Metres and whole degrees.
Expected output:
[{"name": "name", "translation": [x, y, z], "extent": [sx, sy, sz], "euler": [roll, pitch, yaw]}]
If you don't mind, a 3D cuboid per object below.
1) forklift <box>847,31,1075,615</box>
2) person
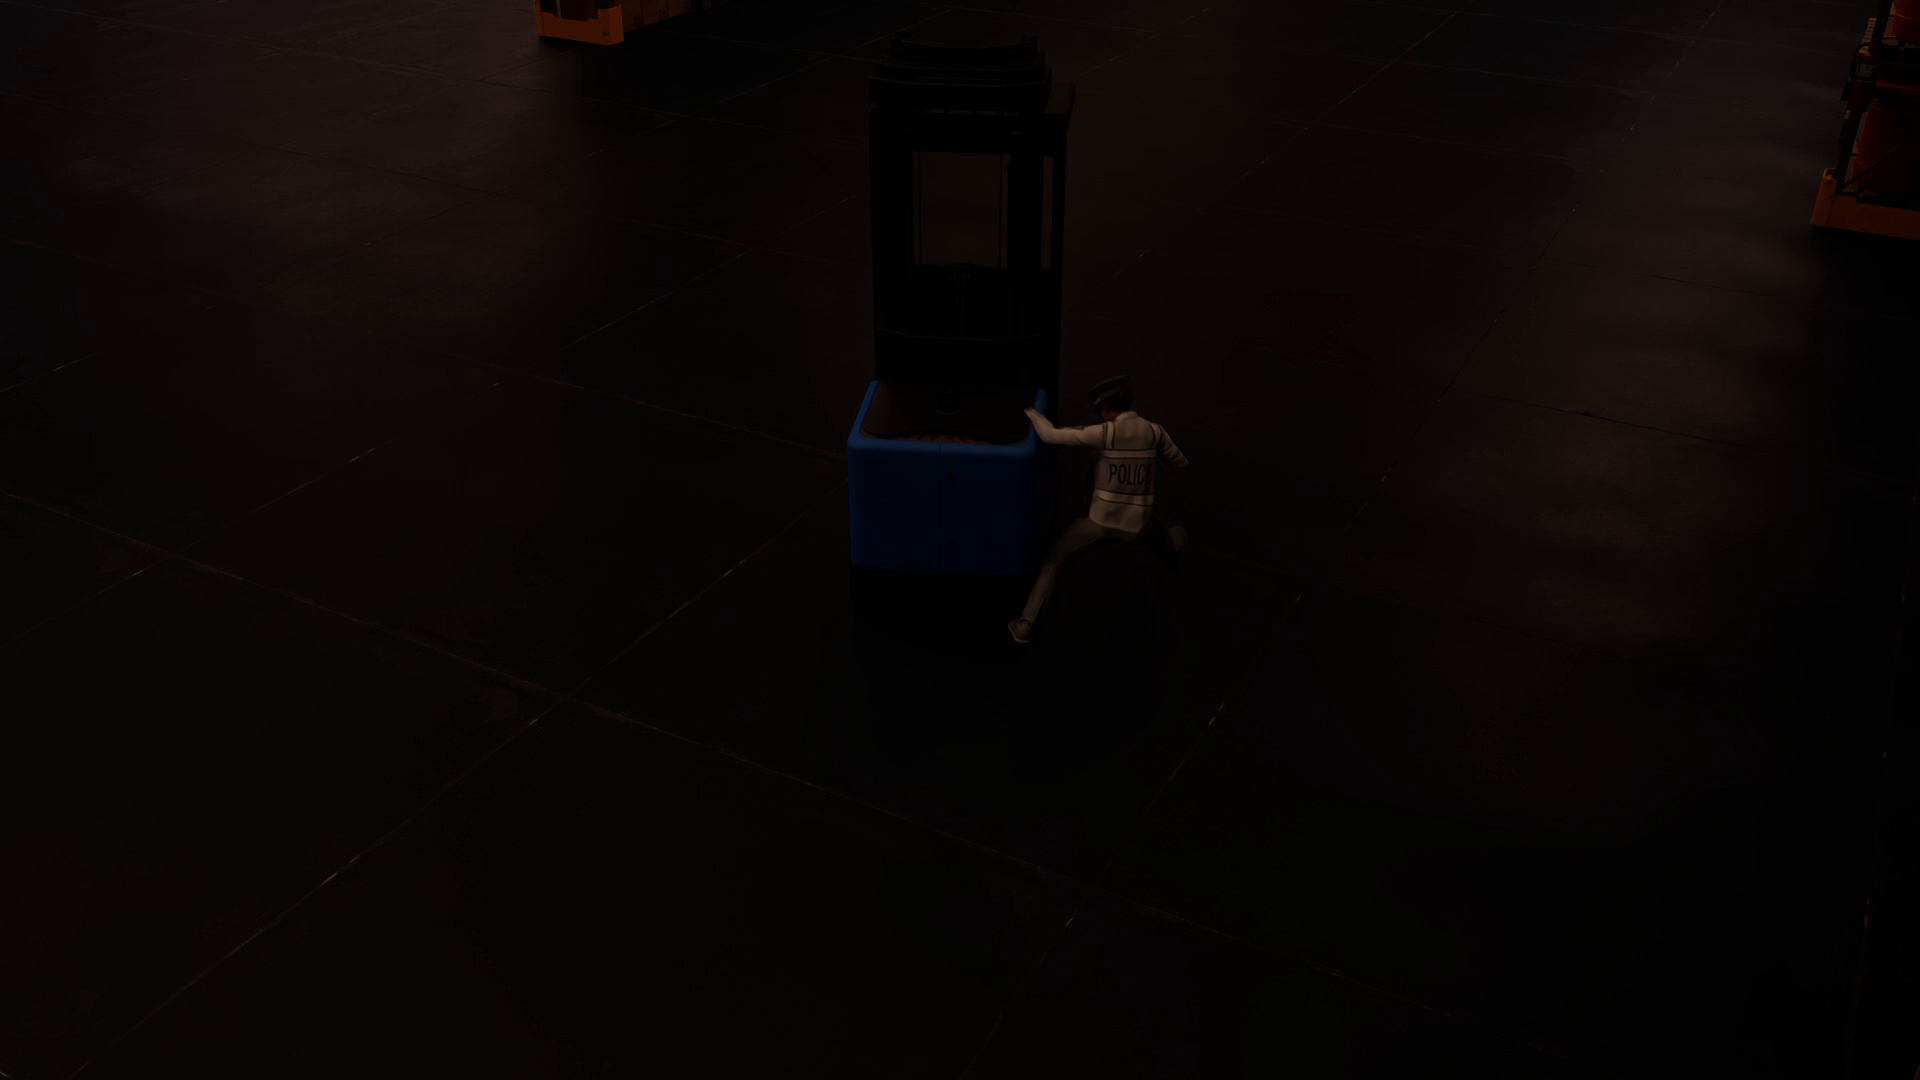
[{"name": "forklift", "translation": [0.072, -1.572, 9.794], "extent": [1.130, 2.935, 3.031], "euler": [3, 30, 6]}, {"name": "person", "translation": [0.808, -0.256, 9.099], "extent": [1.145, 1.374, 0.922], "euler": [-3, 30, -5]}]
